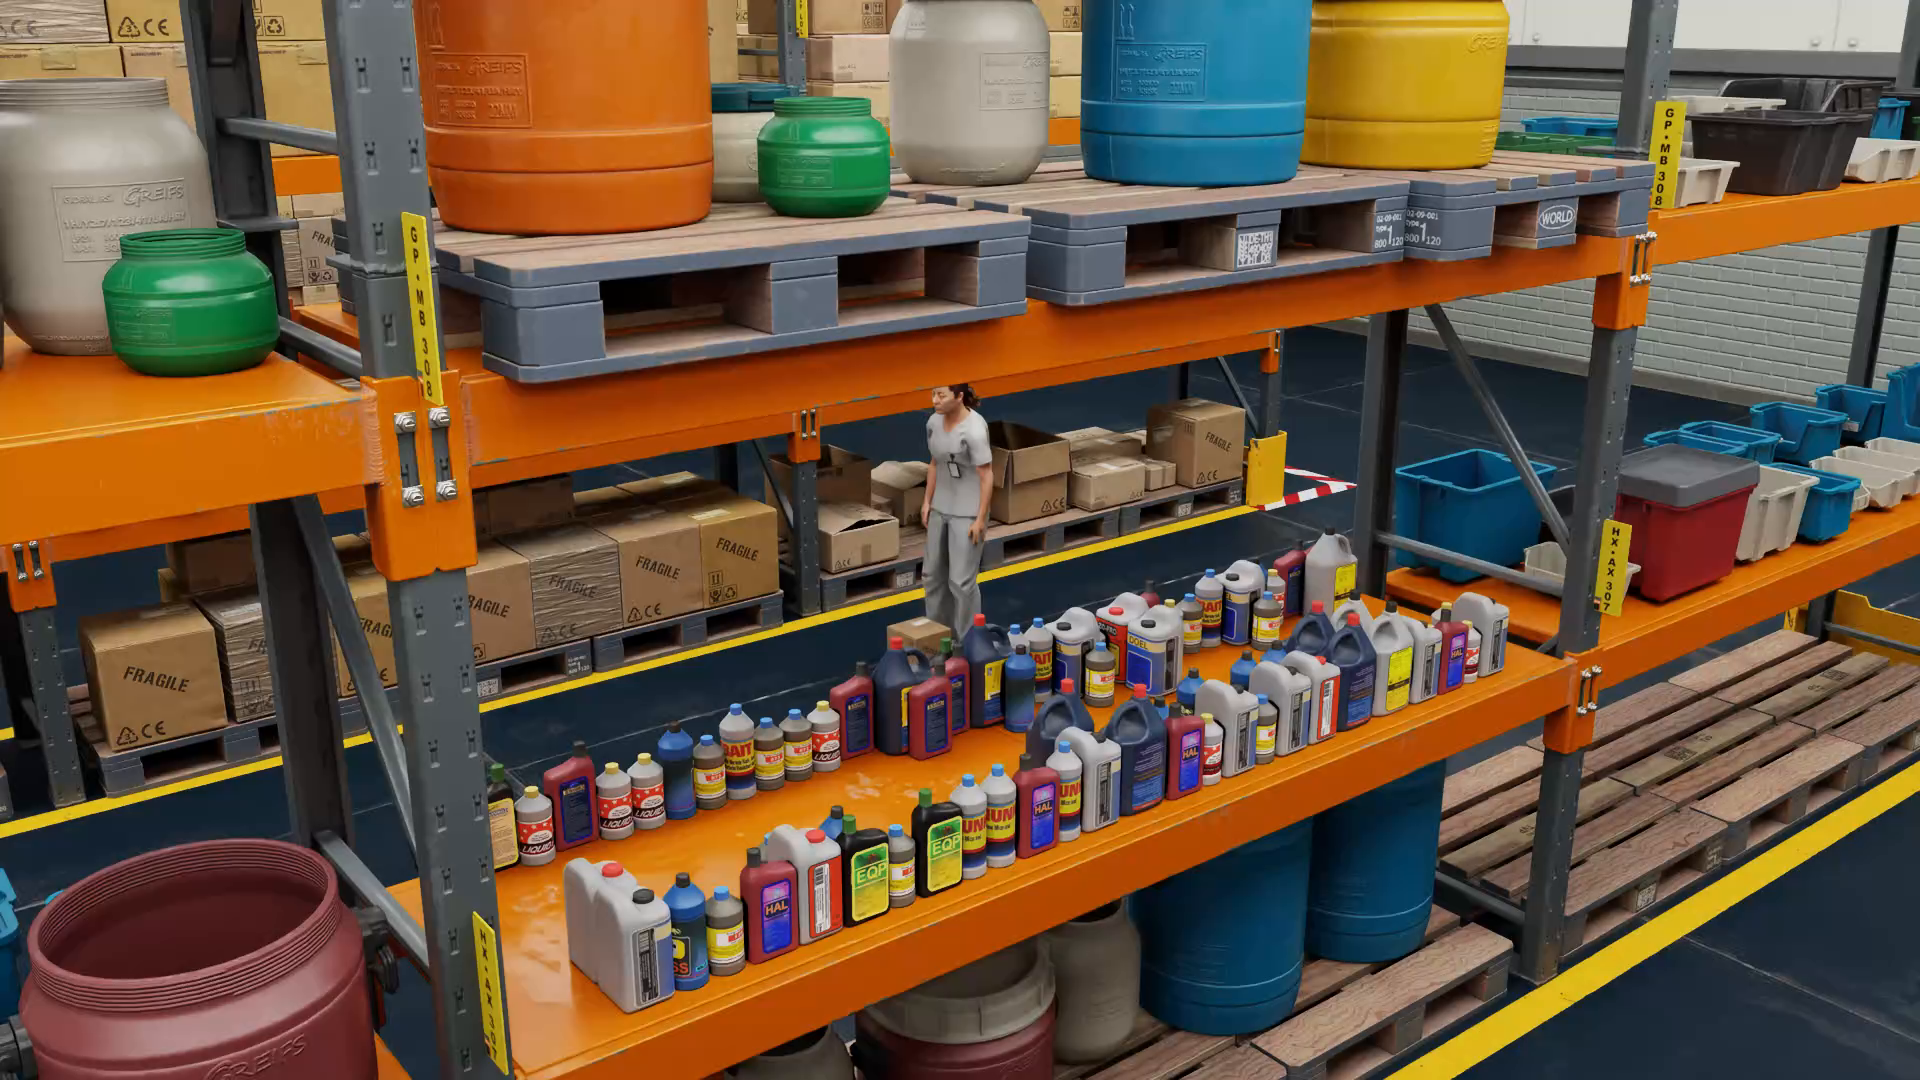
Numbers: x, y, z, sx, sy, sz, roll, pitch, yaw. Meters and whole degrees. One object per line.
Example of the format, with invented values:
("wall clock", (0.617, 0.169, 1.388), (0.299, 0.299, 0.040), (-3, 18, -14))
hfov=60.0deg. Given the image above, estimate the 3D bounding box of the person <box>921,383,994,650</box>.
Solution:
("person", (-0.033, -0.135, 8.978), (0.366, 1.671, 0.499), (-15, 23, -39))
